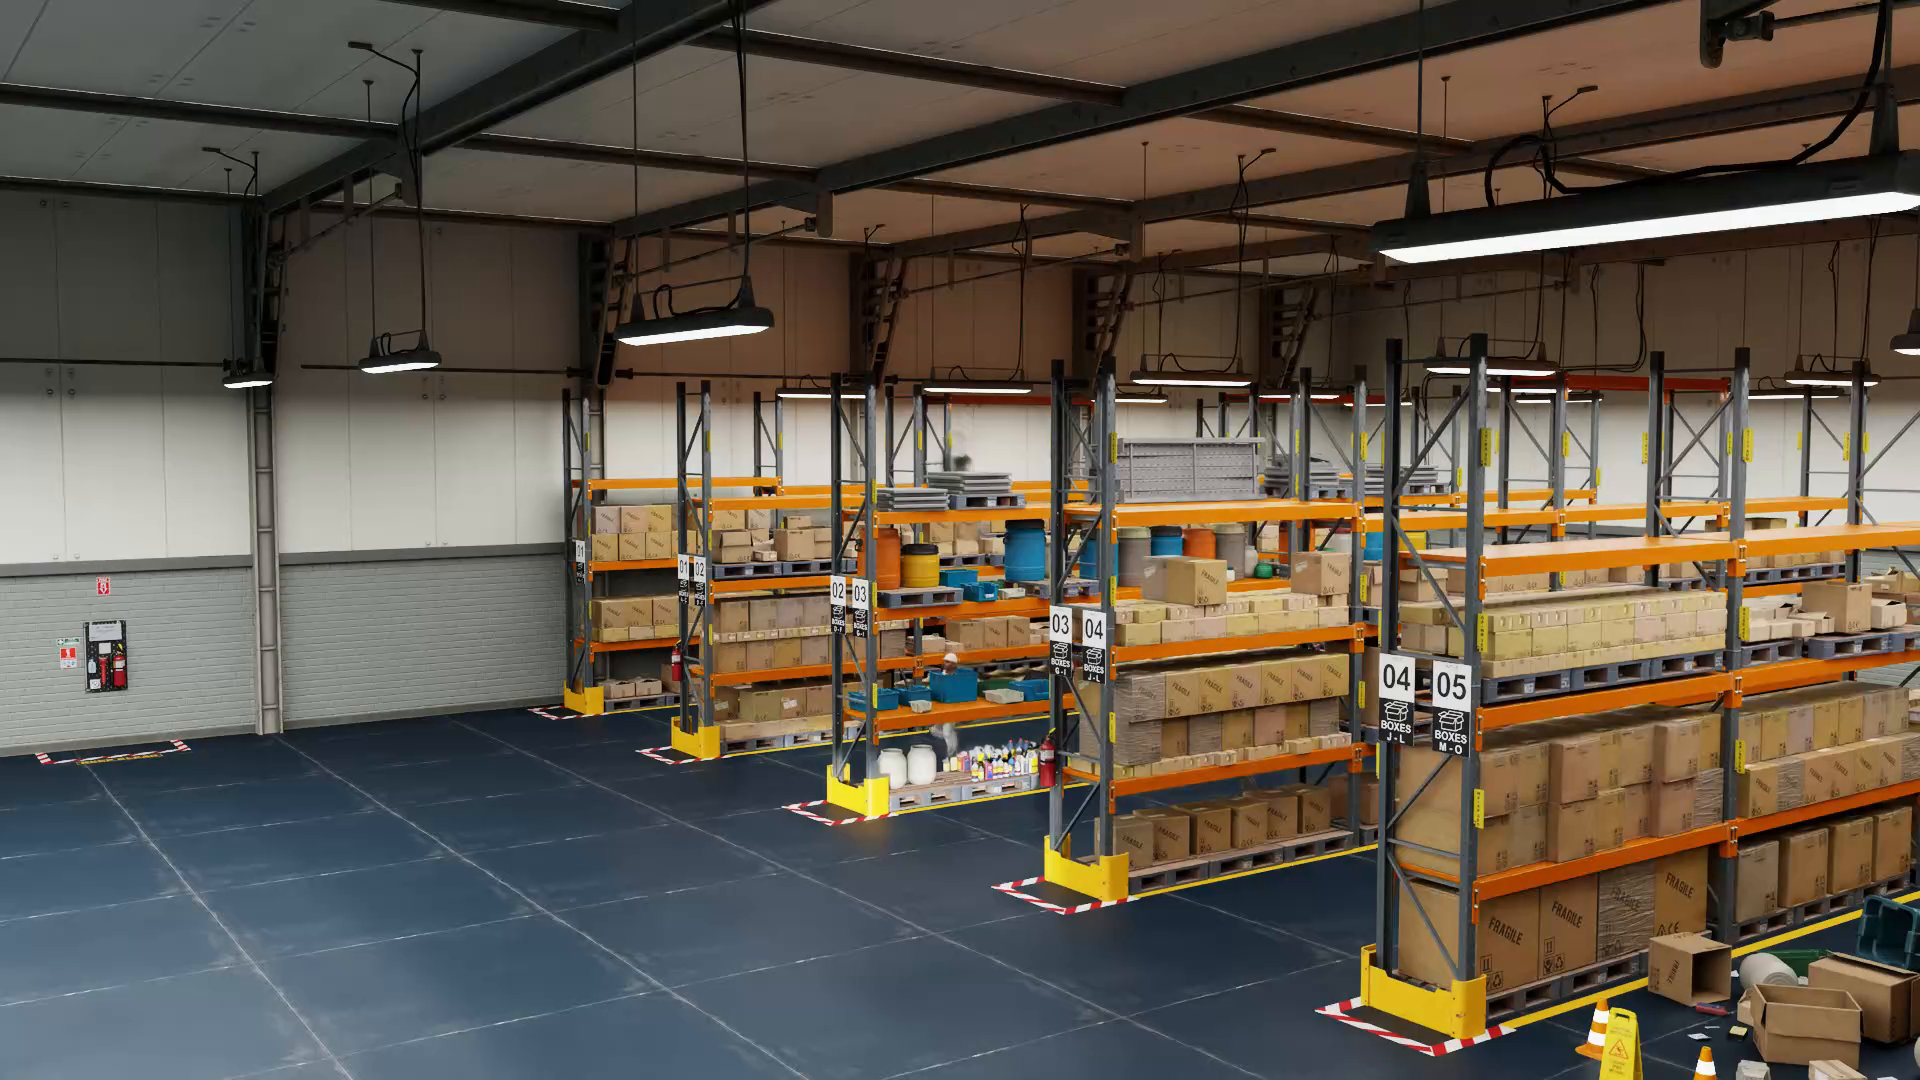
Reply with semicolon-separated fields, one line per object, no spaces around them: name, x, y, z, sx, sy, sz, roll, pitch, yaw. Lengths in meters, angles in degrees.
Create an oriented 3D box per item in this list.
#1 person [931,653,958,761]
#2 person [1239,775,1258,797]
person;-0.211;2.630;26.054;0.698;1.720;0.545;3;5;44
person;3.889;2.863;22.724;0.672;1.734;0.519;-3;5;-41
